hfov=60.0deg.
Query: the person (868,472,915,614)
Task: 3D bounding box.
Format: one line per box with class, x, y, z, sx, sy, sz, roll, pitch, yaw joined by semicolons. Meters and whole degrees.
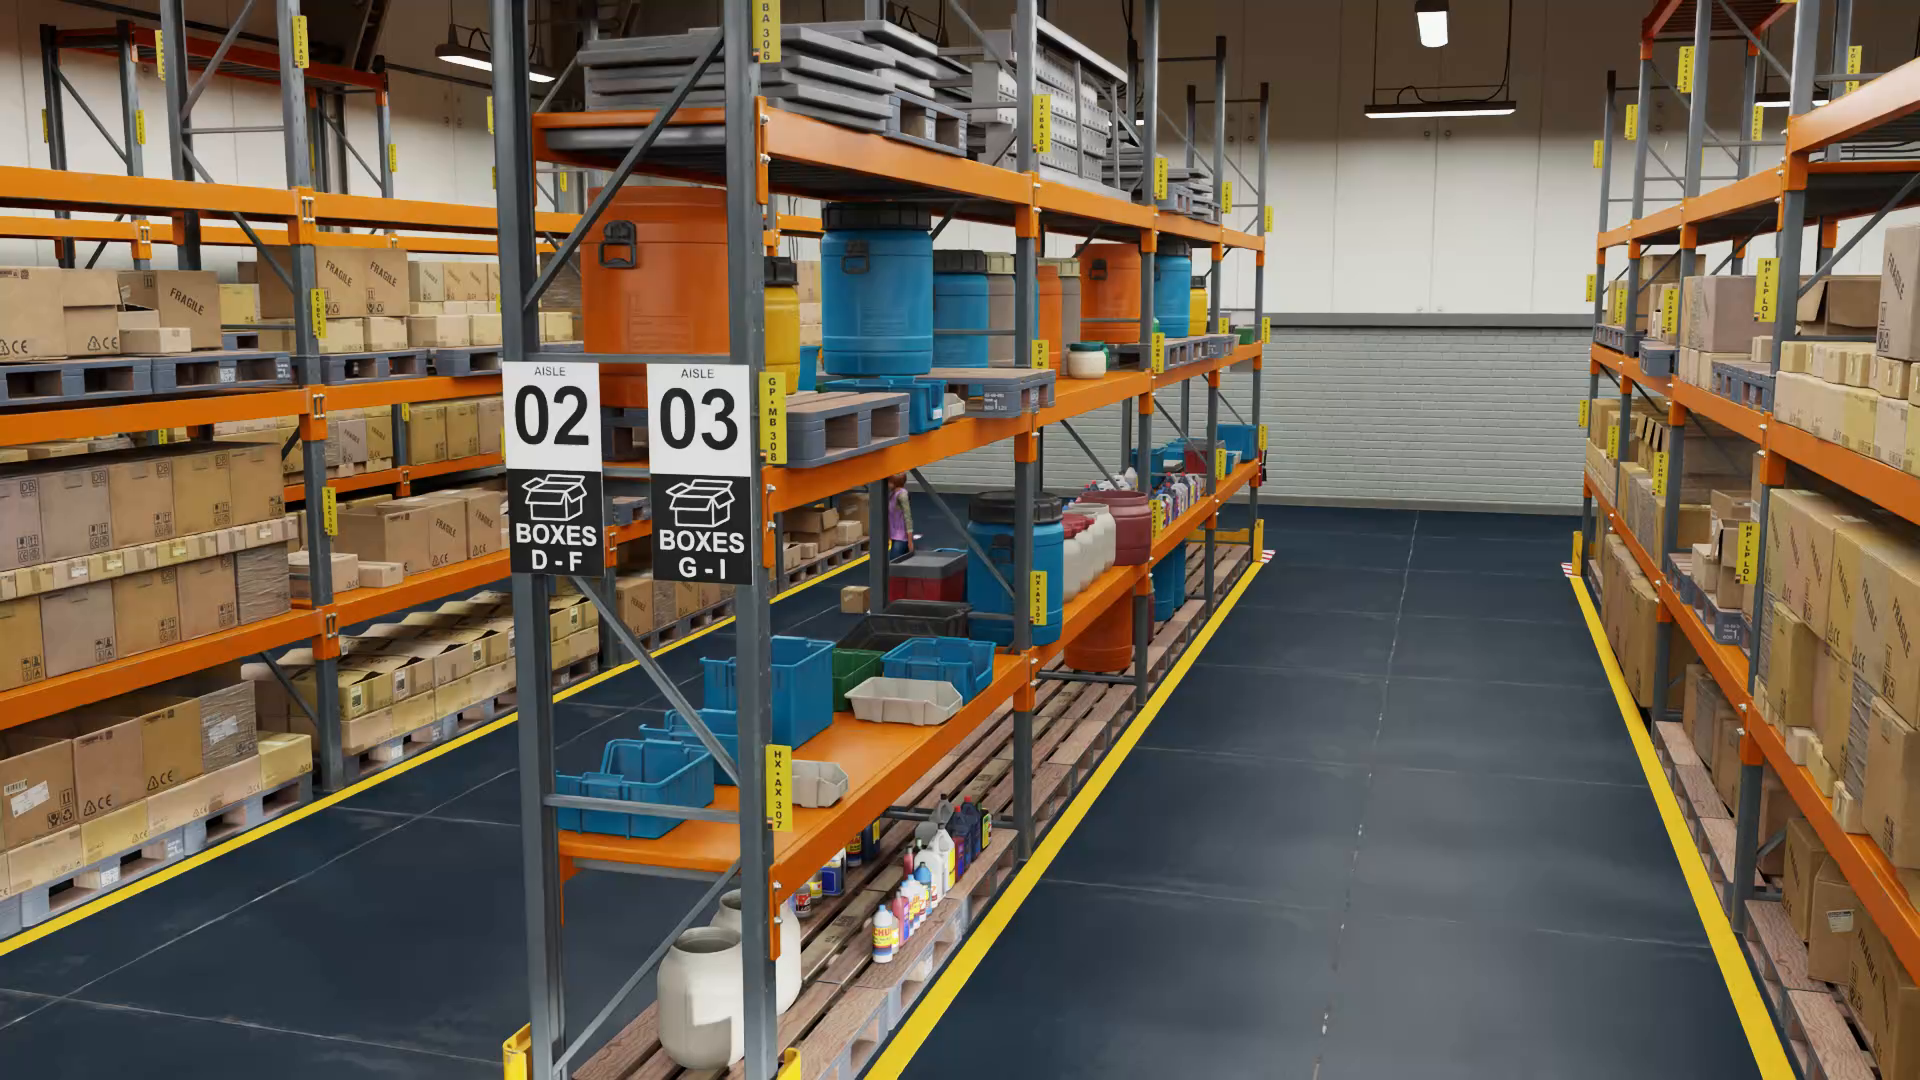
person;-0.656;0.012;17.859;0.750;1.543;0.462;-2;9;-11
